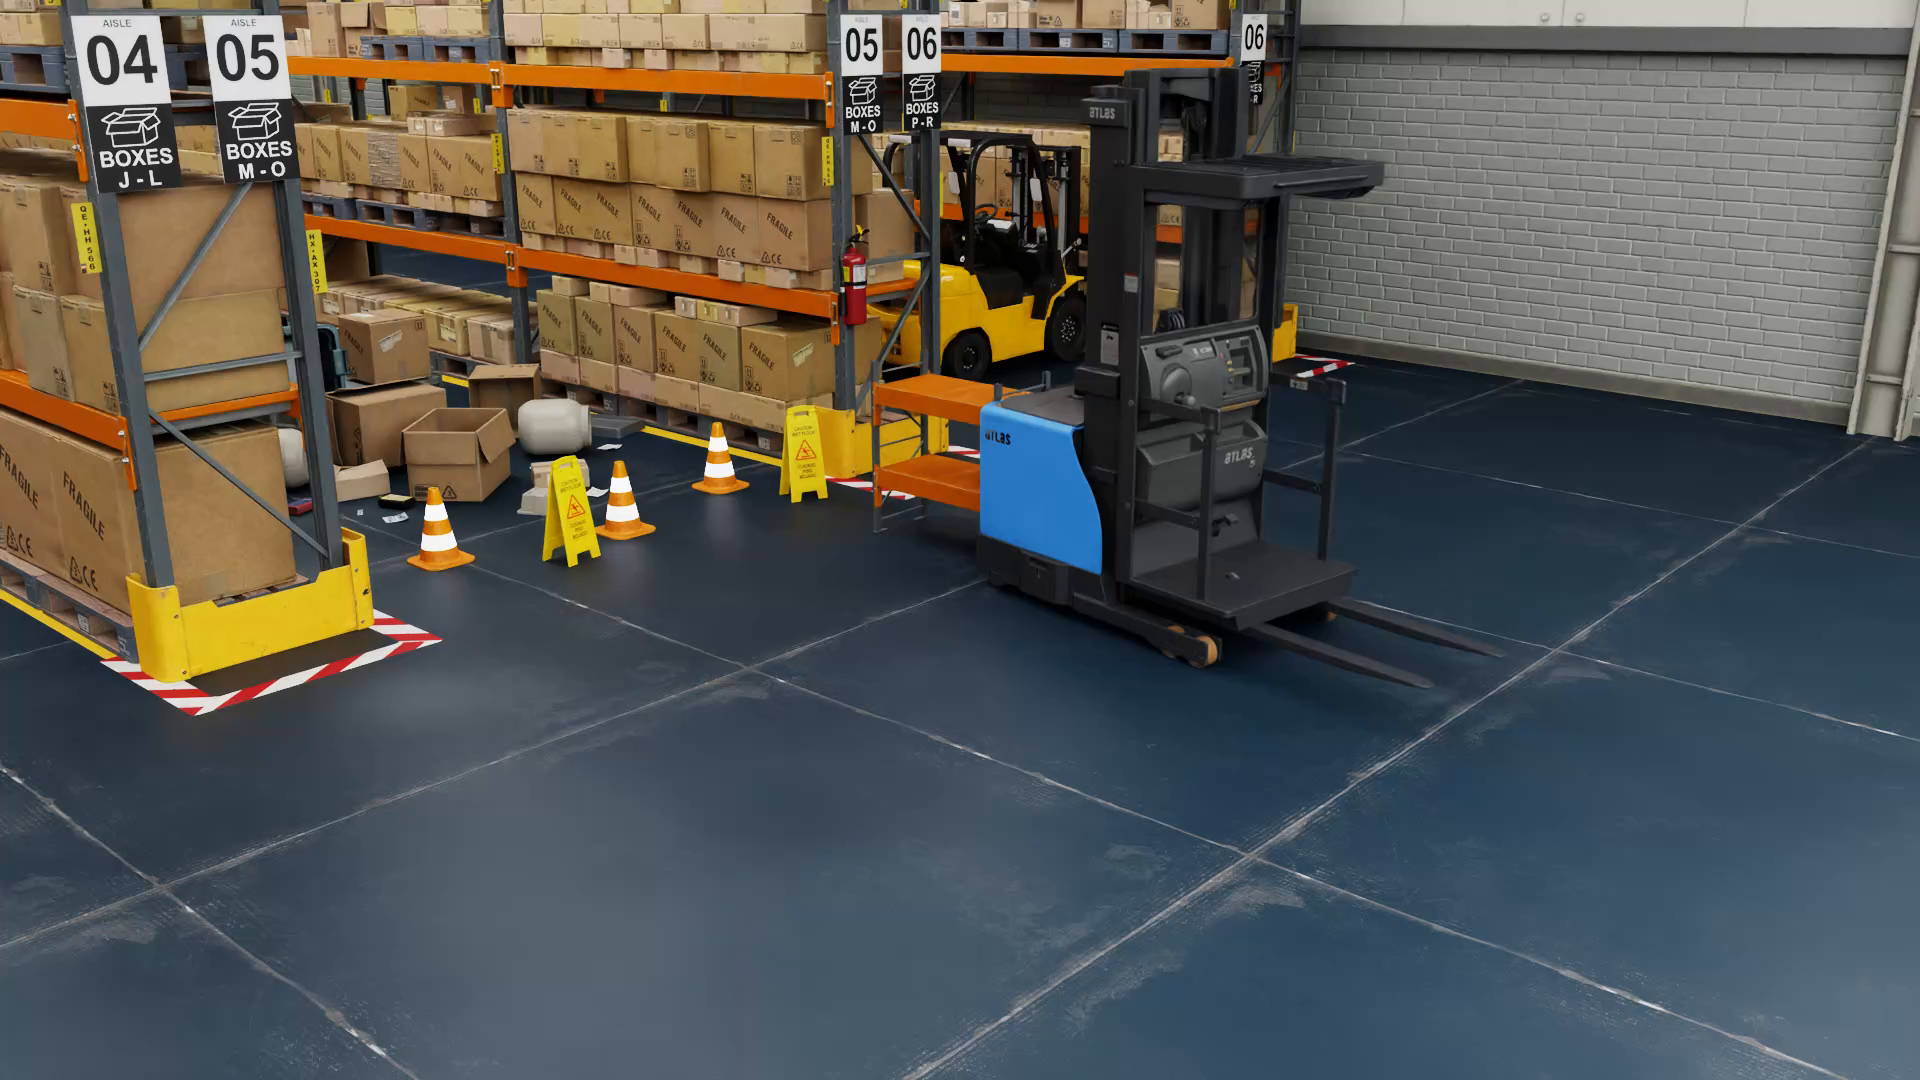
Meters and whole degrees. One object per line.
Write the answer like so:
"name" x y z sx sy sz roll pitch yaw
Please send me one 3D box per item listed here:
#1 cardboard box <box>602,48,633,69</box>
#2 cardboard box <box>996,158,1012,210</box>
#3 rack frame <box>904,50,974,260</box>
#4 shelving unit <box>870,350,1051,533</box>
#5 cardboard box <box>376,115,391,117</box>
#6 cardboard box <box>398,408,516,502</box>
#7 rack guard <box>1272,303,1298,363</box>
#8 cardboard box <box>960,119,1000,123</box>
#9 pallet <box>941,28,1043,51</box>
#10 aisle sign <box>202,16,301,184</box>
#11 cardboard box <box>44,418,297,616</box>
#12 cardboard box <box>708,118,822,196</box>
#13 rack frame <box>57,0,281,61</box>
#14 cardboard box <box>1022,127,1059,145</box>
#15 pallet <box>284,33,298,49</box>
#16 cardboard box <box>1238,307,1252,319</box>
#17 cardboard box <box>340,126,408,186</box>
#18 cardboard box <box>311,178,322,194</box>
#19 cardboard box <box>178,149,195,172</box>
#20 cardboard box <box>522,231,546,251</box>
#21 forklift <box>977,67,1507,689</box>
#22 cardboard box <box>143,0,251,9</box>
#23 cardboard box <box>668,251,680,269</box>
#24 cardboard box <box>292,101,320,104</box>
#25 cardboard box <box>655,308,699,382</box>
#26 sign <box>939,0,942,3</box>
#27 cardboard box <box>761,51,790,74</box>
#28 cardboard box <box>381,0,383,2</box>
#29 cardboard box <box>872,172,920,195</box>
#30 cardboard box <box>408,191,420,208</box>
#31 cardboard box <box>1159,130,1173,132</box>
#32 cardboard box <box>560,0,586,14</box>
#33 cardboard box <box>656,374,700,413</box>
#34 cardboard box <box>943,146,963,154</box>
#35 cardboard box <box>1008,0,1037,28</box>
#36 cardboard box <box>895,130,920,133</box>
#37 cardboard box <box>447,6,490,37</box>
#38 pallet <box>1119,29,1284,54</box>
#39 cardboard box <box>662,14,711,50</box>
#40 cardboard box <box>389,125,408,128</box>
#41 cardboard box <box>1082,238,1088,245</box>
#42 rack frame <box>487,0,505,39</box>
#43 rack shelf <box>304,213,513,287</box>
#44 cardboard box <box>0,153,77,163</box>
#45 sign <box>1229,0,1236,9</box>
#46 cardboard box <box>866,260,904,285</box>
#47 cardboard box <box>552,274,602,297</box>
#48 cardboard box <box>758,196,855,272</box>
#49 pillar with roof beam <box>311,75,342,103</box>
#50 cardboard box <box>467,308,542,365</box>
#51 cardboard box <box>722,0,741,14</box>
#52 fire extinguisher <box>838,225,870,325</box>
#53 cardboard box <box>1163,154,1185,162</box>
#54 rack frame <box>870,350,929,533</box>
"cardboard box" -2.537 -3.731 12.865 0.250 0.149 0.380 14 23 38
"cardboard box" 0.718 -3.639 16.953 0.500 0.500 0.500 15 23 39
"rack frame" -0.221 -3.941 18.072 0.127 3.000 1.000 15 23 39
"shelving unit" -0.005 -0.538 10.446 1.048 1.125 0.538 15 23 39
"cardboard box" -8.676 -6.389 25.540 0.500 0.250 0.500 16 24 41
"cardboard box" -3.515 -0.605 11.685 0.637 0.503 0.797 0 18 2
"rack guard" 2.789 -1.942 15.905 0.348 0.500 1.175 15 23 39
"cardboard box" 0.218 -4.444 17.927 0.250 0.149 0.380 15 23 39
"pallet" 0.434 -5.164 17.111 1.213 0.211 1.003 15 23 39
"aisle sign" -3.479 -2.167 8.184 0.004 0.787 0.394 15 23 39
"cardboard box" -4.282 -0.183 9.048 0.875 0.875 0.875 15 23 40
"cardboard box" -1.422 -2.837 12.282 0.500 0.500 0.700 15 23 40
"rack frame" -3.731 -3.734 7.500 0.127 3.000 1.000 15 23 39
"cardboard box" 0.837 -4.068 16.742 0.250 0.149 0.380 15 23 39
"pallet" -7.022 -5.078 17.006 1.003 0.211 1.213 16 24 42
"cardboard box" 2.533 -2.171 16.344 0.500 0.250 0.500 15 23 39
"cardboard box" -5.526 -3.660 15.833 0.500 0.500 0.500 16 23 40
"cardboard box" -6.196 -3.530 16.495 0.250 0.149 0.380 13 22 36
"cardboard box" -8.207 -4.132 18.094 0.500 0.250 0.500 14 22 38
"cardboard box" -3.490 -2.562 14.141 0.250 0.149 0.380 15 23 39
"forklift" 1.438 -0.911 8.637 1.130 2.935 3.031 -15 23 -38
"cardboard box" -3.922 -2.777 8.341 0.500 0.250 0.500 15 23 39
"cardboard box" -2.073 -2.233 13.104 0.250 0.149 0.380 15 23 39
"cardboard box" -7.089 -4.397 17.689 0.500 0.500 0.500 15 23 39
"cardboard box" -2.059 -1.570 13.213 0.500 0.500 0.500 14 23 38
"sign" -0.161 -3.984 11.802 0.005 0.325 0.100 15 23 39
"cardboard box" -1.182 -3.375 11.745 0.250 0.149 0.380 15 23 40
"cardboard box" -7.890 -7.639 23.694 0.500 0.250 0.500 16 24 41
"cardboard box" -0.772 -3.912 18.227 0.500 0.250 0.500 16 23 40
"cardboard box" -4.835 -3.147 15.290 0.250 0.149 0.380 15 23 39
"cardboard box" 1.892 -3.963 16.411 0.250 0.149 0.380 16 24 41
"cardboard box" -2.910 -4.211 13.060 0.250 0.149 0.380 15 23 39
"cardboard box" -2.082 -1.215 13.333 0.500 0.250 0.500 14 22 37
"cardboard box" 0.037 -4.123 17.407 0.250 0.149 0.380 16 23 41
"cardboard box" 0.687 -5.188 16.405 0.258 0.266 0.396 14 23 38
"cardboard box" -0.507 -4.483 18.541 0.250 0.149 0.380 14 22 37
"cardboard box" -4.046 -4.461 14.303 0.500 0.250 0.500 14 23 38
"pallet" 2.259 -4.674 15.567 1.213 0.211 1.003 15 23 39
"cardboard box" -1.849 -3.761 12.300 0.500 0.250 0.500 16 24 41
"cardboard box" -5.208 -3.780 16.211 0.500 0.500 0.500 13 22 36
"cardboard box" 1.415 -2.951 17.148 0.500 0.250 0.500 14 23 38
"rack frame" -3.513 -5.677 13.624 0.127 3.000 1.000 15 23 39
"rack shelf" -5.009 -2.876 15.905 4.000 0.370 1.077 15 23 39
"cardboard box" -5.669 -1.958 9.790 0.550 0.550 0.875 15 23 39
"sign" 2.400 -4.832 14.588 0.005 0.325 0.100 15 23 39
"cardboard box" -0.638 -2.010 12.401 0.250 0.149 0.380 15 23 39
"cardboard box" -3.197 -2.156 13.984 0.250 0.149 0.380 15 23 40
"cardboard box" -1.110 -2.251 12.087 0.500 0.500 0.500 15 23 38
"pillar with roof beam" -13.472 -8.982 24.036 0.400 9.000 9.100 15 23 39
"cardboard box" -3.907 -1.870 15.195 0.625 0.372 0.950 15 23 40
"cardboard box" -1.496 -3.876 12.004 0.250 0.149 0.380 15 23 40
"fire extinguisher" -0.742 -1.850 11.611 0.183 0.674 0.296 15 23 39
"cardboard box" 2.115 -3.546 15.588 0.250 0.149 0.380 16 23 40
"rack frame" -0.385 -0.640 10.767 0.032 1.125 0.500 15 23 39
